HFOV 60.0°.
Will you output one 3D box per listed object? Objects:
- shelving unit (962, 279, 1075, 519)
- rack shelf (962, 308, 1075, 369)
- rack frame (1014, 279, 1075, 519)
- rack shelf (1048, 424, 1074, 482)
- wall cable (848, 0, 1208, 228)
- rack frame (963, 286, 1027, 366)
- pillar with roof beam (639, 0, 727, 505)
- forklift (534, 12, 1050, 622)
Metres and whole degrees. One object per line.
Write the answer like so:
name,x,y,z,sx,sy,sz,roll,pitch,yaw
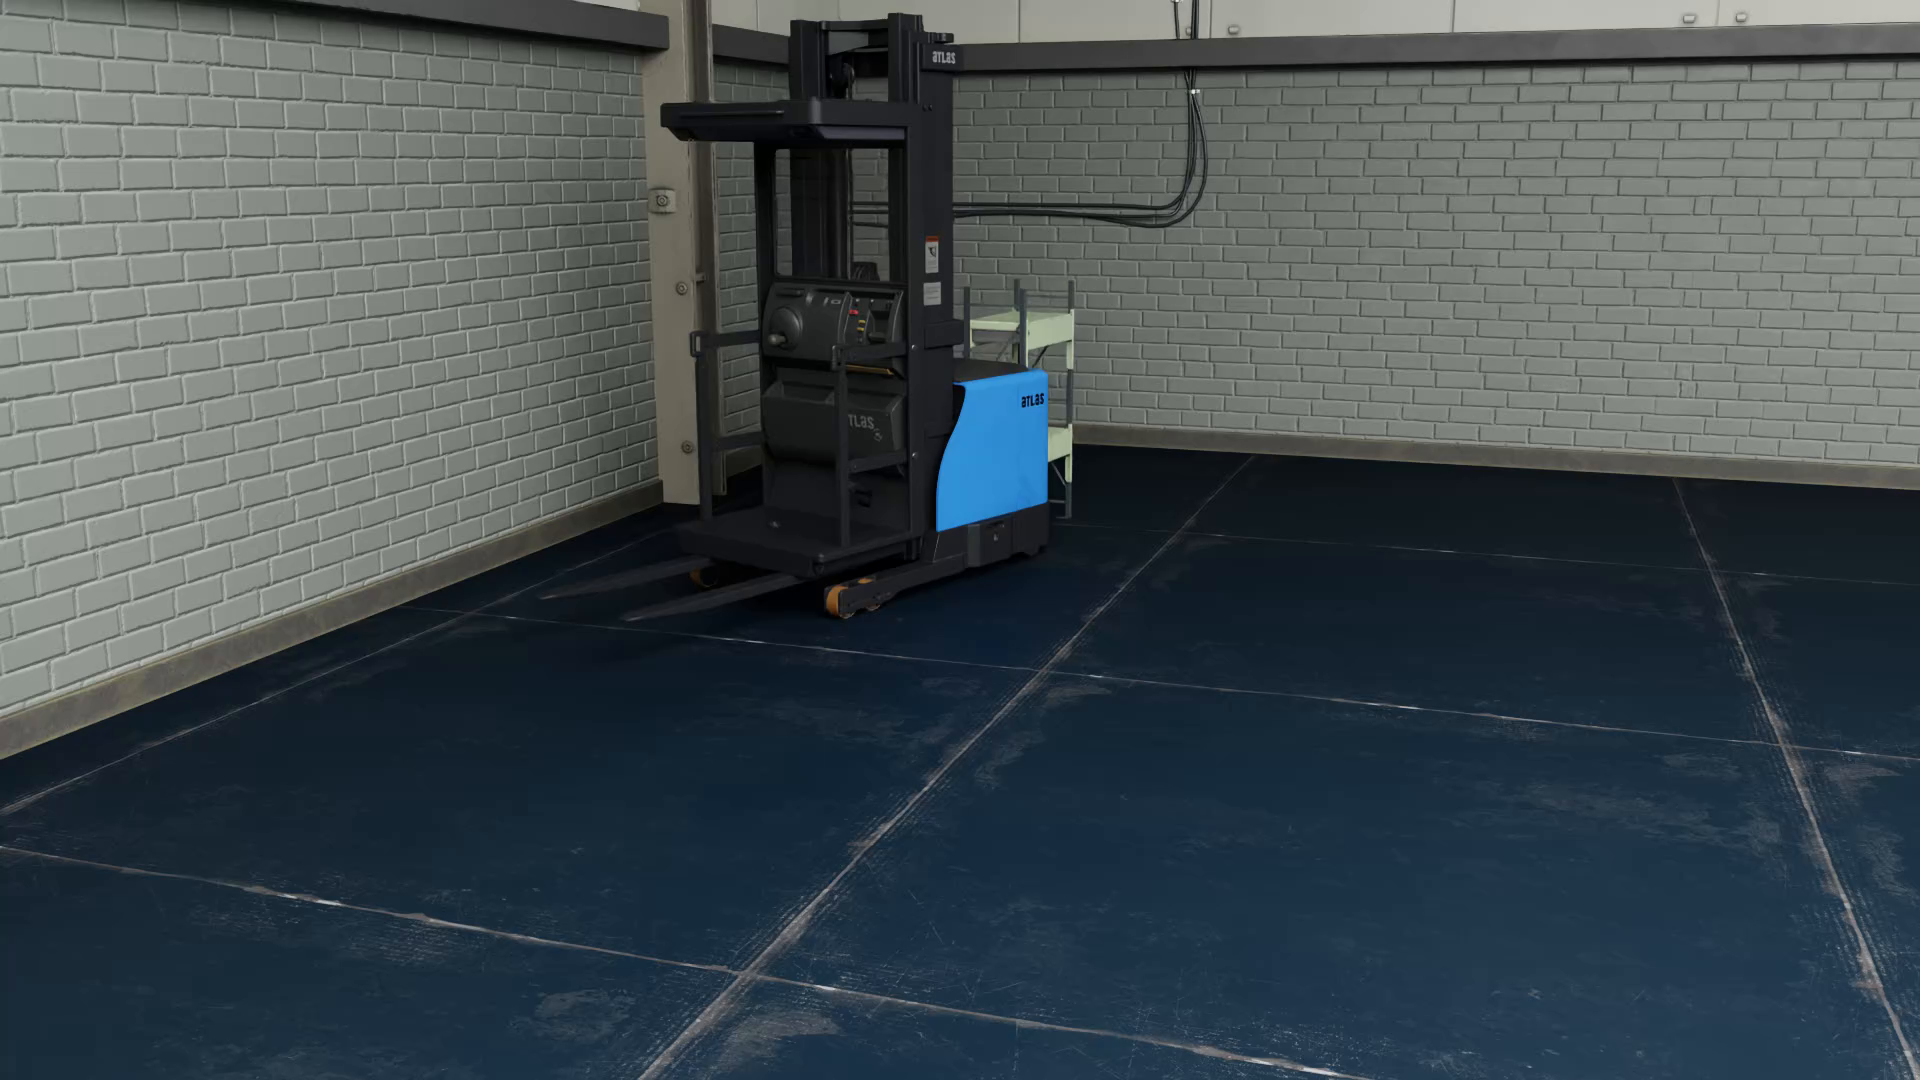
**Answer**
shelving unit,0.364,-0.814,10.182,0.431,1.500,0.755,6,14,25
rack shelf,0.364,-1.194,10.095,0.431,0.370,0.720,6,14,25
rack frame,0.525,-0.887,10.503,0.400,1.500,0.023,6,14,25
rack shelf,0.364,-0.496,10.255,0.431,0.370,0.720,6,14,25
wall cable,0.403,-3.684,12.885,3.097,2.526,0.112,4,14,18
rack frame,0.203,-0.740,9.861,0.400,1.500,0.023,6,14,25
pillar with roof beam,2.272,-4.363,8.881,9.100,9.000,0.400,4,14,18
forklift,-0.797,-1.162,8.490,1.130,2.935,3.031,10,16,38
